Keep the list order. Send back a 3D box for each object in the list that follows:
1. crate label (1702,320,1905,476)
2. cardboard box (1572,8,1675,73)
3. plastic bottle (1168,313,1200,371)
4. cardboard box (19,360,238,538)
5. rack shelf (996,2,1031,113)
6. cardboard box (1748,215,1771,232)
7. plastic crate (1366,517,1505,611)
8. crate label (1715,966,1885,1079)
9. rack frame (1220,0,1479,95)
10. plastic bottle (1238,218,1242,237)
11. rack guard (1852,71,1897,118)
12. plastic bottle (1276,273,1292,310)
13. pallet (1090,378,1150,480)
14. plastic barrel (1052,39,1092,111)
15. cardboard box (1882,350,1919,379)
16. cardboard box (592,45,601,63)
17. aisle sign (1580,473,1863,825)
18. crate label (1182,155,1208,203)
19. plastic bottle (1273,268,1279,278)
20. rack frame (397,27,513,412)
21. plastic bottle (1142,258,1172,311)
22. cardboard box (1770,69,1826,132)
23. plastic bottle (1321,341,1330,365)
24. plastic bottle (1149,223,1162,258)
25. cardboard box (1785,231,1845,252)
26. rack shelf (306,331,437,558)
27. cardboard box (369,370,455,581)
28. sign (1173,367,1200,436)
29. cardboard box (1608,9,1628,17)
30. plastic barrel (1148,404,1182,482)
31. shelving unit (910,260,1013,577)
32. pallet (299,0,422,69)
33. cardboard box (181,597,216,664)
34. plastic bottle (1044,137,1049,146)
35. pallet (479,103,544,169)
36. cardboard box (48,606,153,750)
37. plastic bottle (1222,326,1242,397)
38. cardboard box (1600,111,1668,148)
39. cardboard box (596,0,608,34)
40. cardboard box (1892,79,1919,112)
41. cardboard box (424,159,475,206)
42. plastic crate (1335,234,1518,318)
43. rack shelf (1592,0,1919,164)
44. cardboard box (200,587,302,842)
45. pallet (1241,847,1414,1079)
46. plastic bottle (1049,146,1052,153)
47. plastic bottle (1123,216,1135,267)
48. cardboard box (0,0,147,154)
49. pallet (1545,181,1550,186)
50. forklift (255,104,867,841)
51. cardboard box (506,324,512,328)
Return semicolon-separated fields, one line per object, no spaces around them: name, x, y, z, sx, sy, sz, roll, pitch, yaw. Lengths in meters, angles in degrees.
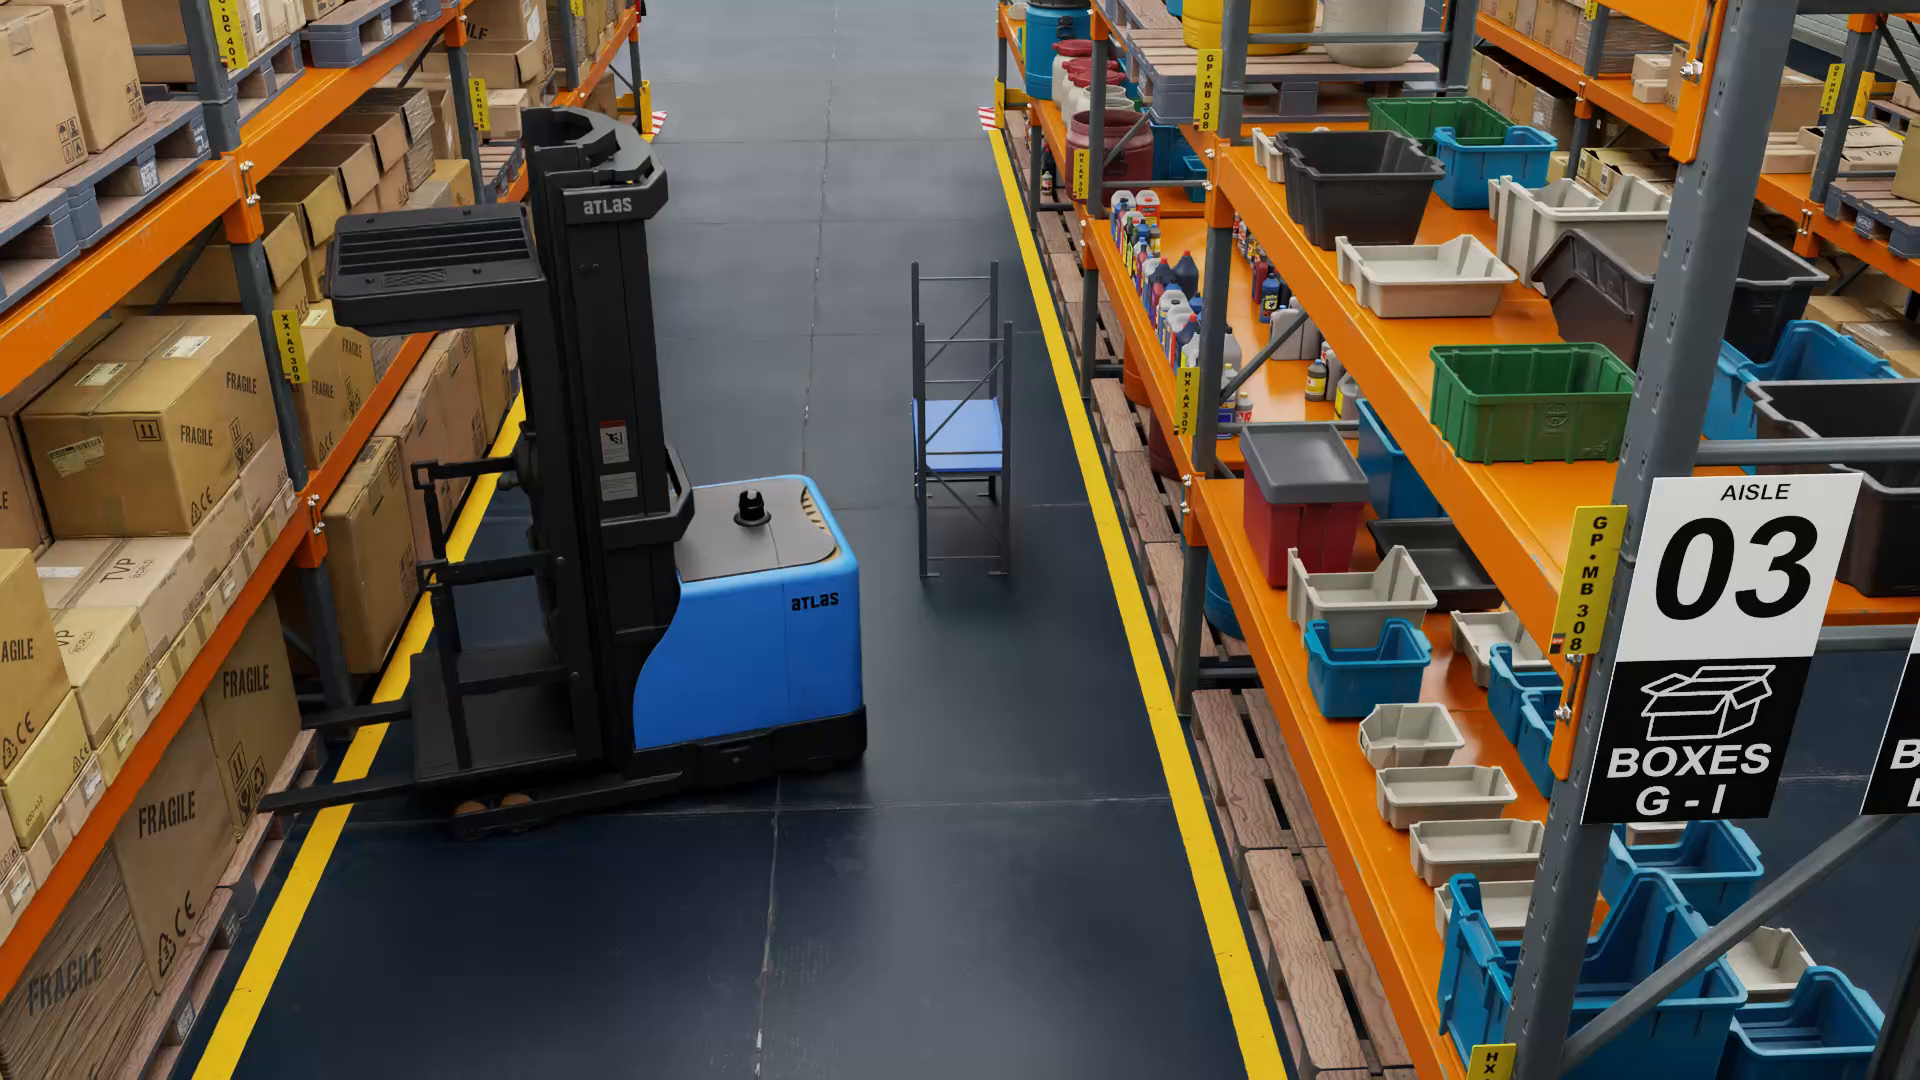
crate label;2.039;-0.354;4.103;0.408;0.251;0.502;-1;28;-3
cardboard box;6.055;-4.565;15.151;0.700;0.500;0.500;-2;28;-4
plastic bottle;1.166;-1.025;8.605;0.152;0.276;0.135;-1;28;-3
cardboard box;-3.078;-0.345;6.197;0.500;0.500;0.500;-1;28;-2
rack shelf;1.033;-4.803;16.493;1.077;0.370;4.000;-1;28;-3
cardboard box;5.963;-2.394;13.008;0.500;0.311;0.500;-2;28;-3
plastic crate;1.882;0.102;6.543;0.437;0.125;0.590;-1;28;-3
crate label;2.080;1.269;4.189;0.416;0.233;0.303;-1;28;-3
rack frame;1.555;-3.164;6.085;1.000;3.000;0.127;-1;28;-3
plastic bottle;1.806;-2.016;10.498;0.061;0.283;0.133;-1;28;-3
rack guard;10.826;-5.141;19.067;1.175;0.500;0.348;-1;28;-3
plastic bottle;1.836;-1.403;9.250;0.144;0.351;0.185;-1;28;-3
pallet;1.429;-0.752;10.963;1.003;0.211;1.213;-1;28;-3
plastic barrel;0.968;-3.811;13.667;0.433;0.535;0.433;0;28;0
cardboard box;6.086;-0.865;10.392;0.500;0.500;0.500;-2;28;-3
cardboard box;-3.555;-4.536;15.475;0.380;0.149;0.250;-1;28;-3
aisle sign;1.475;0.231;3.252;0.394;0.787;0.004;-1;28;-3
crate label;1.699;-2.480;11.443;0.303;0.233;0.416;-1;28;-3
plastic bottle;1.809;-1.447;9.406;0.061;0.283;0.133;-1;28;-3
rack frame;-3.600;-2.231;10.785;1.000;3.000;0.127;-1;28;-3
plastic bottle;1.119;-1.448;9.417;0.152;0.276;0.135;-1;28;-3
cardboard box;6.189;-3.288;12.702;0.500;0.500;0.500;-3;28;-5
plastic bottle;1.903;-0.952;8.546;0.097;0.201;0.097;0;28;0
plastic bottle;1.194;-1.853;10.274;0.097;0.201;0.097;0;28;0
cardboard box;6.523;-2.176;12.591;0.500;0.311;0.500;-2;28;-4
rack shelf;-3.495;-0.989;9.180;1.077;0.370;4.000;-1;28;-3
cardboard box;-3.492;-0.336;8.994;1.225;0.875;0.875;-2;28;-4
sign;1.006;-0.614;7.384;0.100;0.325;0.005;-1;28;-3
cardboard box;5.856;-4.768;14.840;0.380;0.149;0.250;-1;28;-3
plastic barrel;1.448;-0.721;10.042;0.600;0.588;0.708;-1;28;-3
shelving unit;-0.004;-0.704;9.479;0.538;1.500;1.048;-1;28;-3
pallet;-3.452;-2.665;8.577;1.003;0.211;1.213;0;28;0
cardboard box;-2.994;0.335;6.135;0.380;0.149;0.250;-1;28;-2
plastic bottle;0.785;-3.789;16.241;0.152;0.276;0.135;-1;28;-2
pallet;-3.744;-3.060;12.580;1.003;0.211;1.213;-1;28;-3
cardboard box;-3.026;0.457;5.471;0.500;0.250;0.500;-2;28;-4
plastic bottle;1.324;-0.902;8.289;0.144;0.351;0.185;-1;28;-3
cardboard box;6.373;-3.837;15.572;0.500;0.500;0.500;-1;28;-3
cardboard box;-3.873;-5.156;15.963;0.875;0.500;0.500;-1;28;-3
cardboard box;10.768;-4.966;18.459;0.500;0.311;0.500;-4;28;-8
cardboard box;-3.327;-2.054;10.336;0.500;0.500;0.500;-1;28;-1
plastic crate;1.408;-0.818;5.116;0.437;0.136;0.530;-1;28;-3
rack shelf;1.660;-1.744;4.573;1.077;0.370;4.000;-1;28;-3
cardboard box;-3.436;0.678;7.049;0.875;0.875;0.875;-1;28;-3
pallet;1.699;1.636;6.385;1.003;0.211;1.213;-1;28;-3
plastic bottle;0.890;-3.732;16.122;0.061;0.283;0.133;-1;28;-3
plastic bottle;1.032;-1.815;10.112;0.061;0.283;0.133;-1;28;-3
cardboard box;-3.290;-1.629;5.716;0.700;0.500;0.500;-3;28;-6
pallet;6.085;-3.448;16.133;1.003;0.211;1.213;-1;28;-3
forklift;-2.009;-0.264;7.087;3.031;2.935;1.130;-8;29;-15
cardboard box;-3.697;-1.883;12.344;0.700;0.500;0.500;-4;28;-7
